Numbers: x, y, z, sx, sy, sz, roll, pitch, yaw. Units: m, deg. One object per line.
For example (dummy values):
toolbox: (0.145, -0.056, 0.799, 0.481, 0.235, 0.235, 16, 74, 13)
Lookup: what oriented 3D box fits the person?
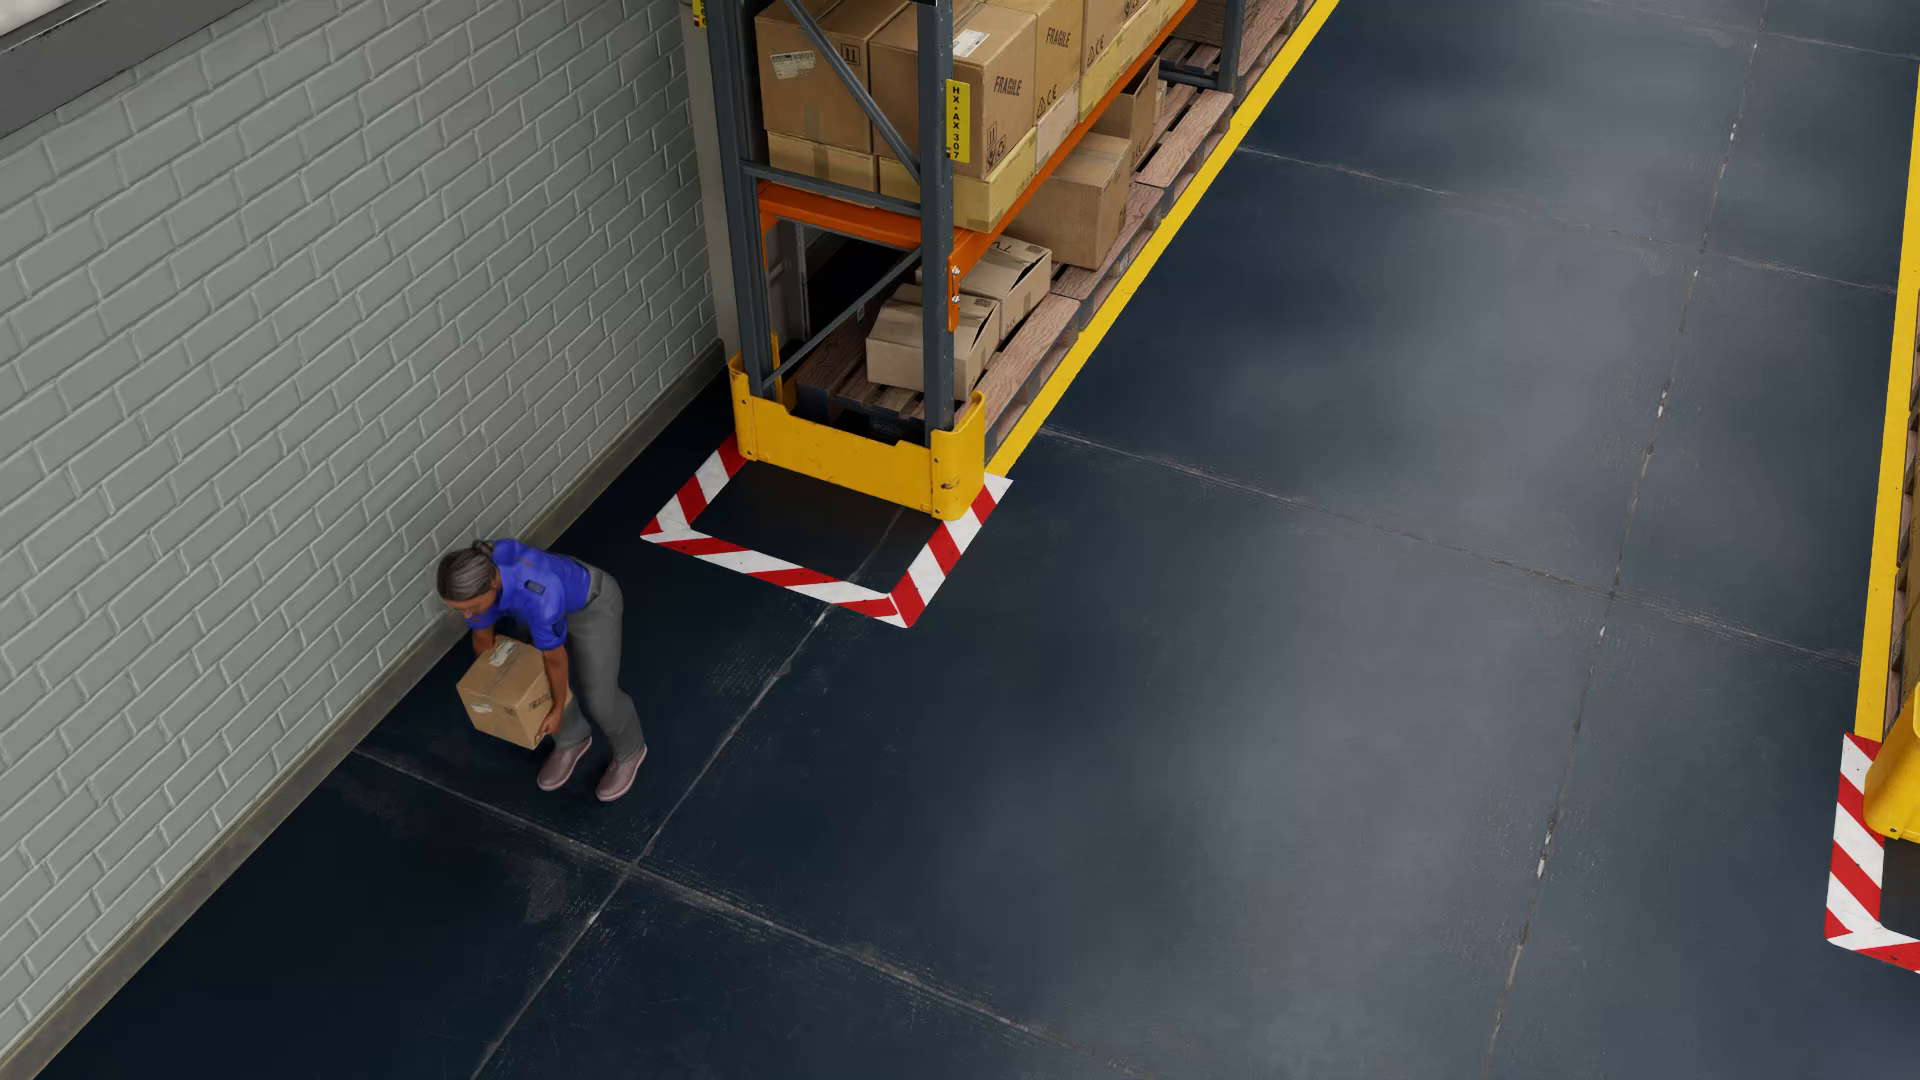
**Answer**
person: (-1.391, 0.244, 5.896, 0.522, 1.653, 0.351, 15, 44, 16)
